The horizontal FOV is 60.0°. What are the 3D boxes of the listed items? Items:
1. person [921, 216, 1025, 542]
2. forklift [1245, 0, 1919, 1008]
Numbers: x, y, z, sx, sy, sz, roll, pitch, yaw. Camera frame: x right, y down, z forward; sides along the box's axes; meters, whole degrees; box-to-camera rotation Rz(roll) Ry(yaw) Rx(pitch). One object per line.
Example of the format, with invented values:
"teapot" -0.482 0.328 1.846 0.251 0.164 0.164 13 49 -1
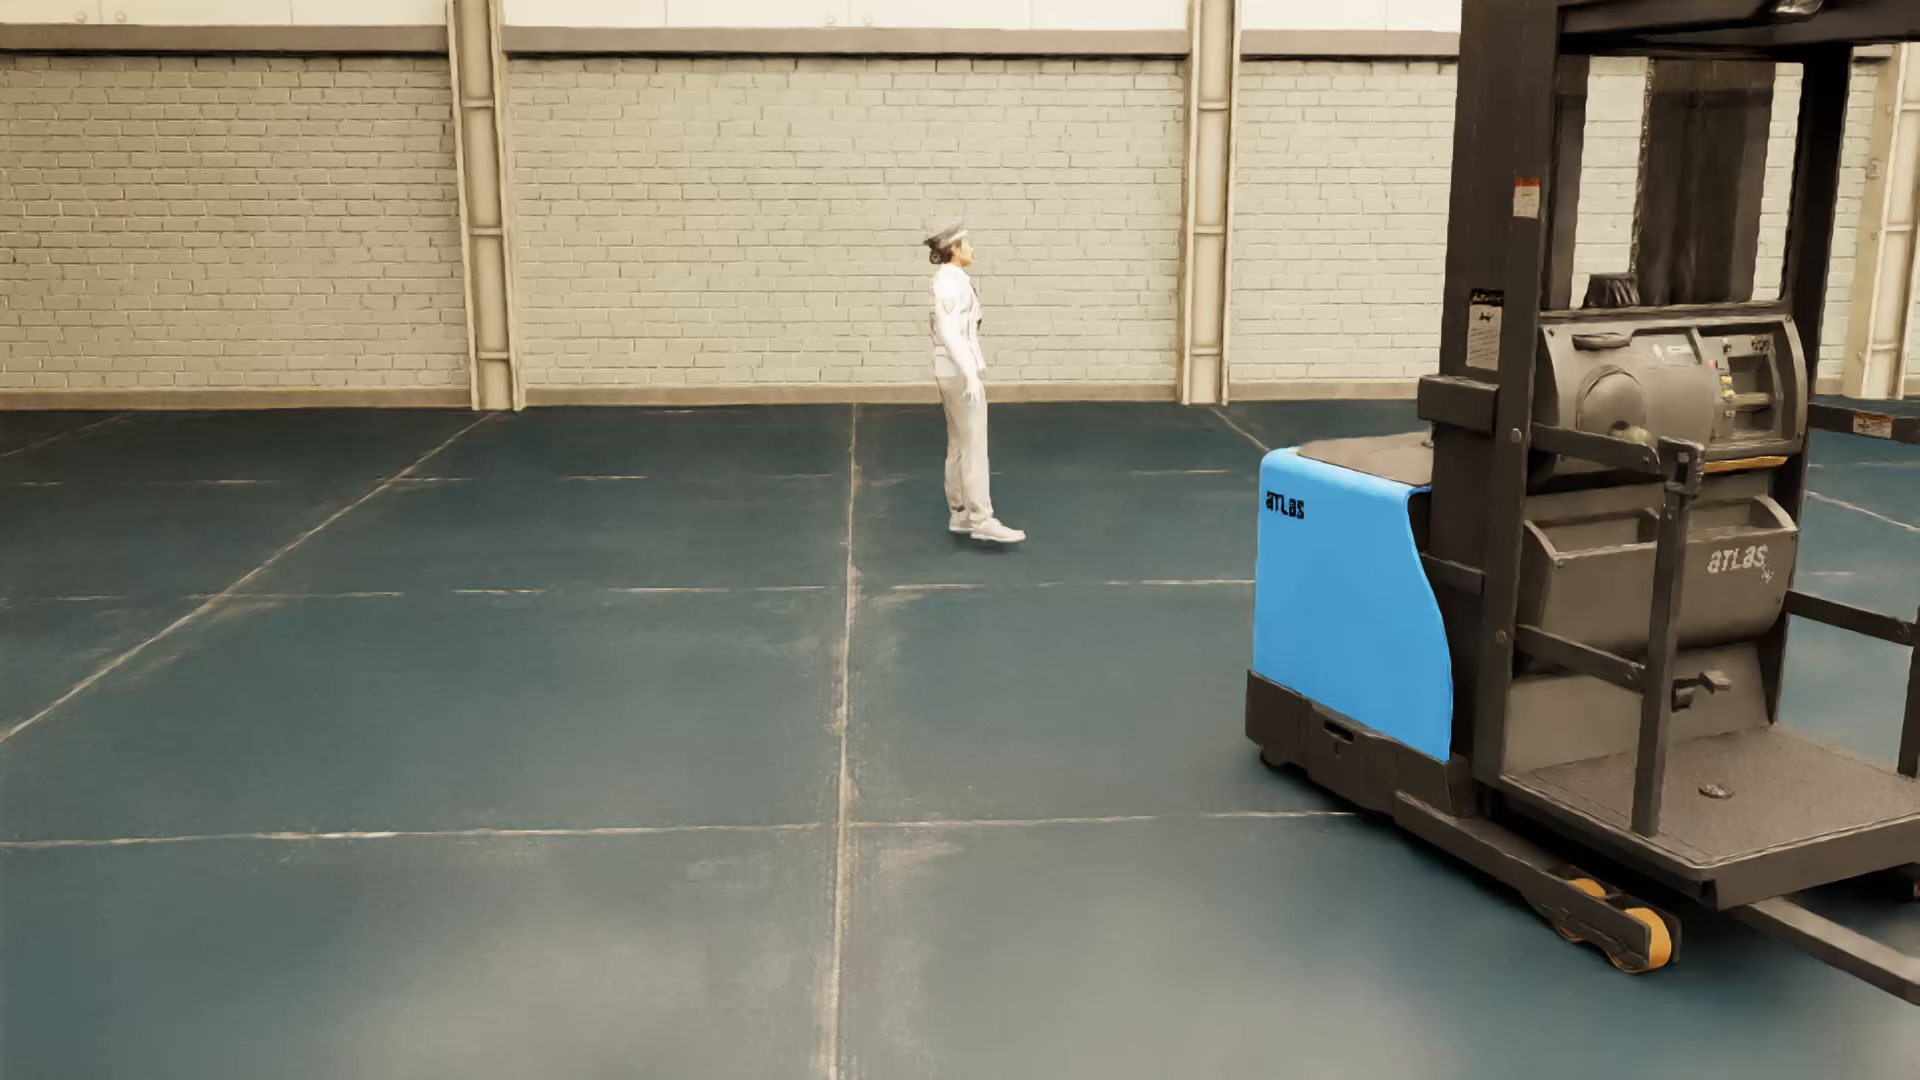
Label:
"person" 0.067 -0.872 8.903 0.534 1.695 0.586 -1 13 -3
"forklift" 2.059 -0.438 4.376 1.130 2.935 3.031 -6 14 -24
